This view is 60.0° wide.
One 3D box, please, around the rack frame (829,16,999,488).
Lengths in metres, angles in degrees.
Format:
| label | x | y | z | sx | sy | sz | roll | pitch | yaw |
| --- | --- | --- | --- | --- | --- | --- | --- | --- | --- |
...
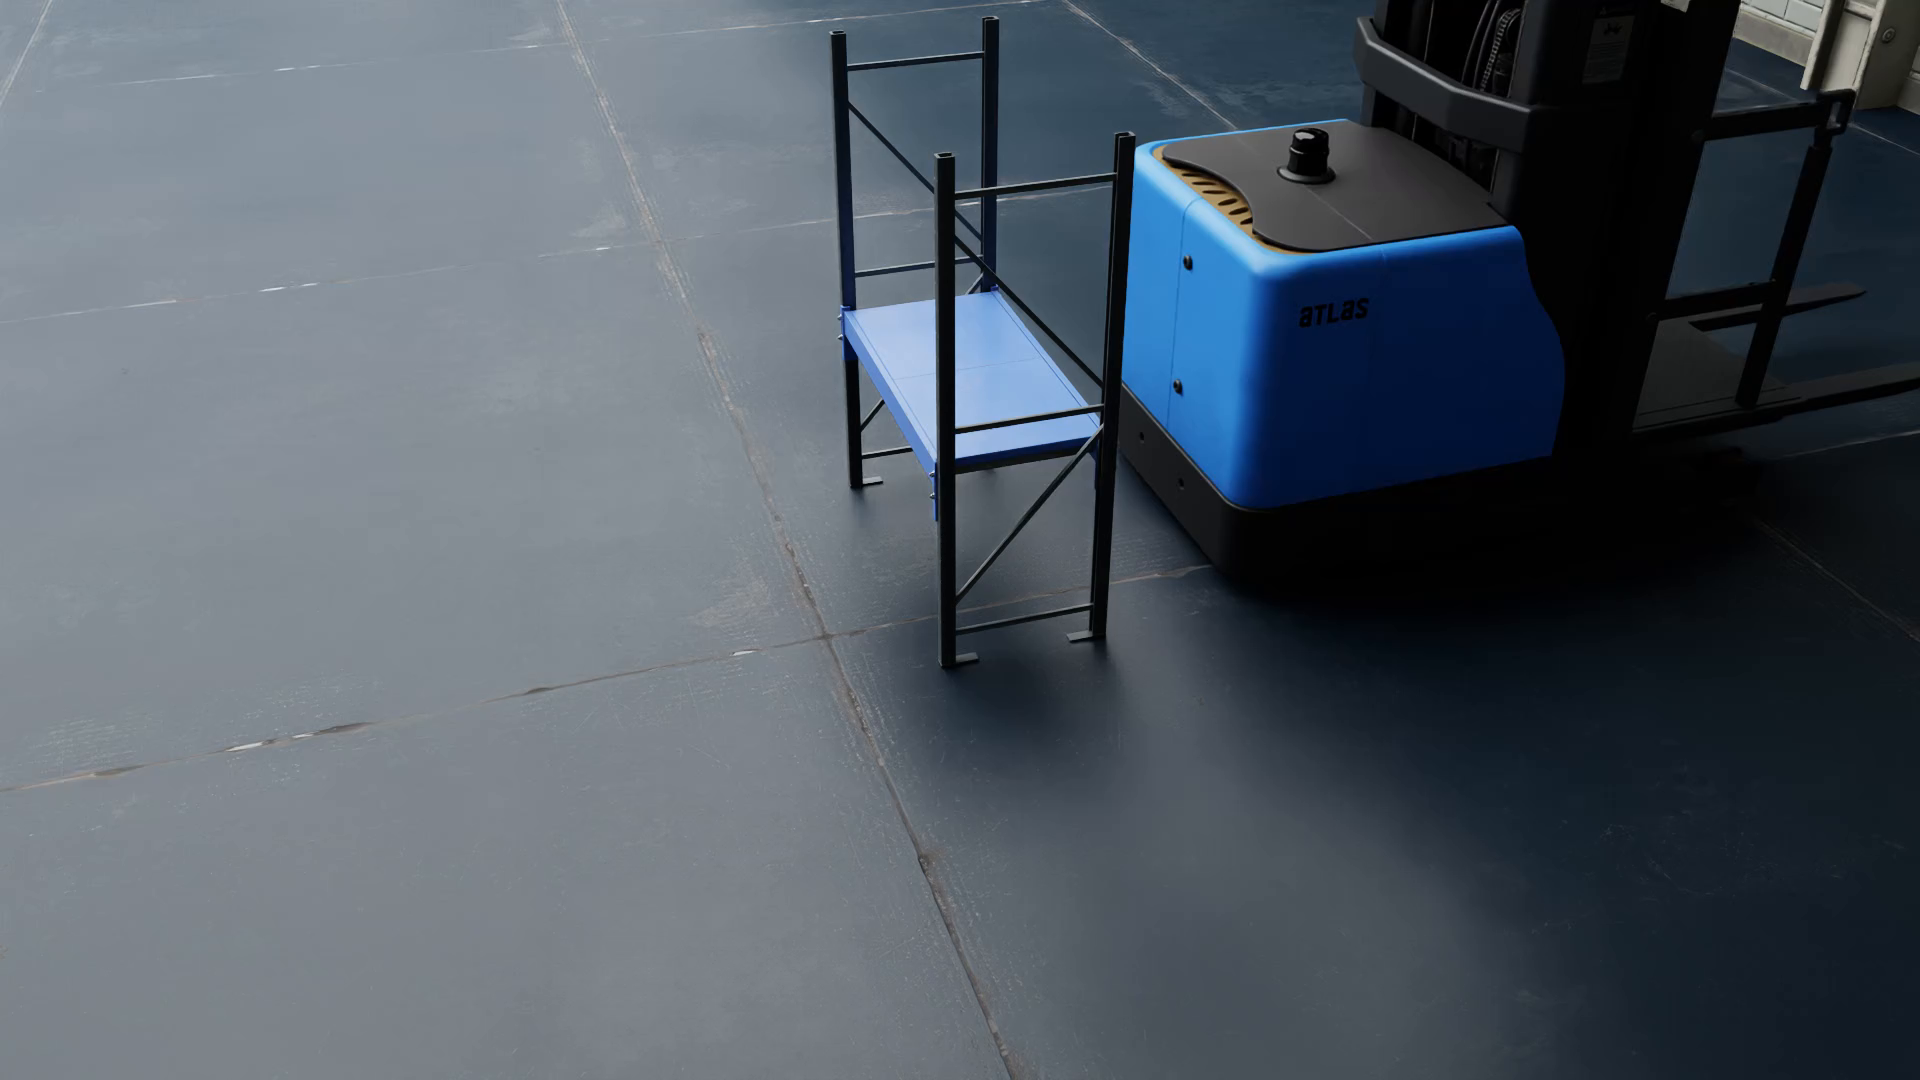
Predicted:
| label | x | y | z | sx | sy | sz | roll | pitch | yaw |
| --- | --- | --- | --- | --- | --- | --- | --- | --- | --- |
| rack frame | -0.129 | -0.848 | 5.173 | 0.500 | 1.500 | 0.032 | -10 | 35 | -15 |

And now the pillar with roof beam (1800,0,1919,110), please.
| label | x | y | z | sx | sy | sz | roll | pitch | yaw |
| --- | --- | --- | --- | --- | --- | --- | --- | --- | --- |
| pillar with roof beam | 0.615 | -5.387 | 5.240 | 9.100 | 9.000 | 0.400 | -10 | 35 | -15 |

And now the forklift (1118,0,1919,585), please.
| label | x | y | z | sx | sy | sz | roll | pitch | yaw |
| --- | --- | --- | --- | --- | --- | --- | --- | --- | --- |
| forklift | 2.072 | -1.567 | 4.963 | 3.031 | 2.935 | 1.130 | -10 | 35 | -15 |

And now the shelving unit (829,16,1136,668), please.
| label | x | y | z | sx | sy | sz | roll | pitch | yaw |
| --- | --- | --- | --- | --- | --- | --- | --- | --- | --- |
| shelving unit | 0.026 | -0.581 | 4.769 | 0.538 | 1.500 | 1.048 | -10 | 35 | -15 |

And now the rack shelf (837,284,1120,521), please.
| label | x | y | z | sx | sy | sz | roll | pitch | yaw |
| --- | --- | --- | --- | --- | --- | --- | --- | --- | --- |
| rack shelf | 0.026 | -0.431 | 4.868 | 0.538 | 0.185 | 1.000 | -10 | 35 | -15 |

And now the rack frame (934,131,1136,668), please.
| label | x | y | z | sx | sy | sz | roll | pitch | yaw |
| --- | --- | --- | --- | --- | --- | --- | --- | --- | --- |
| rack frame | 0.181 | -0.314 | 4.365 | 0.500 | 1.500 | 0.032 | -10 | 35 | -15 |
